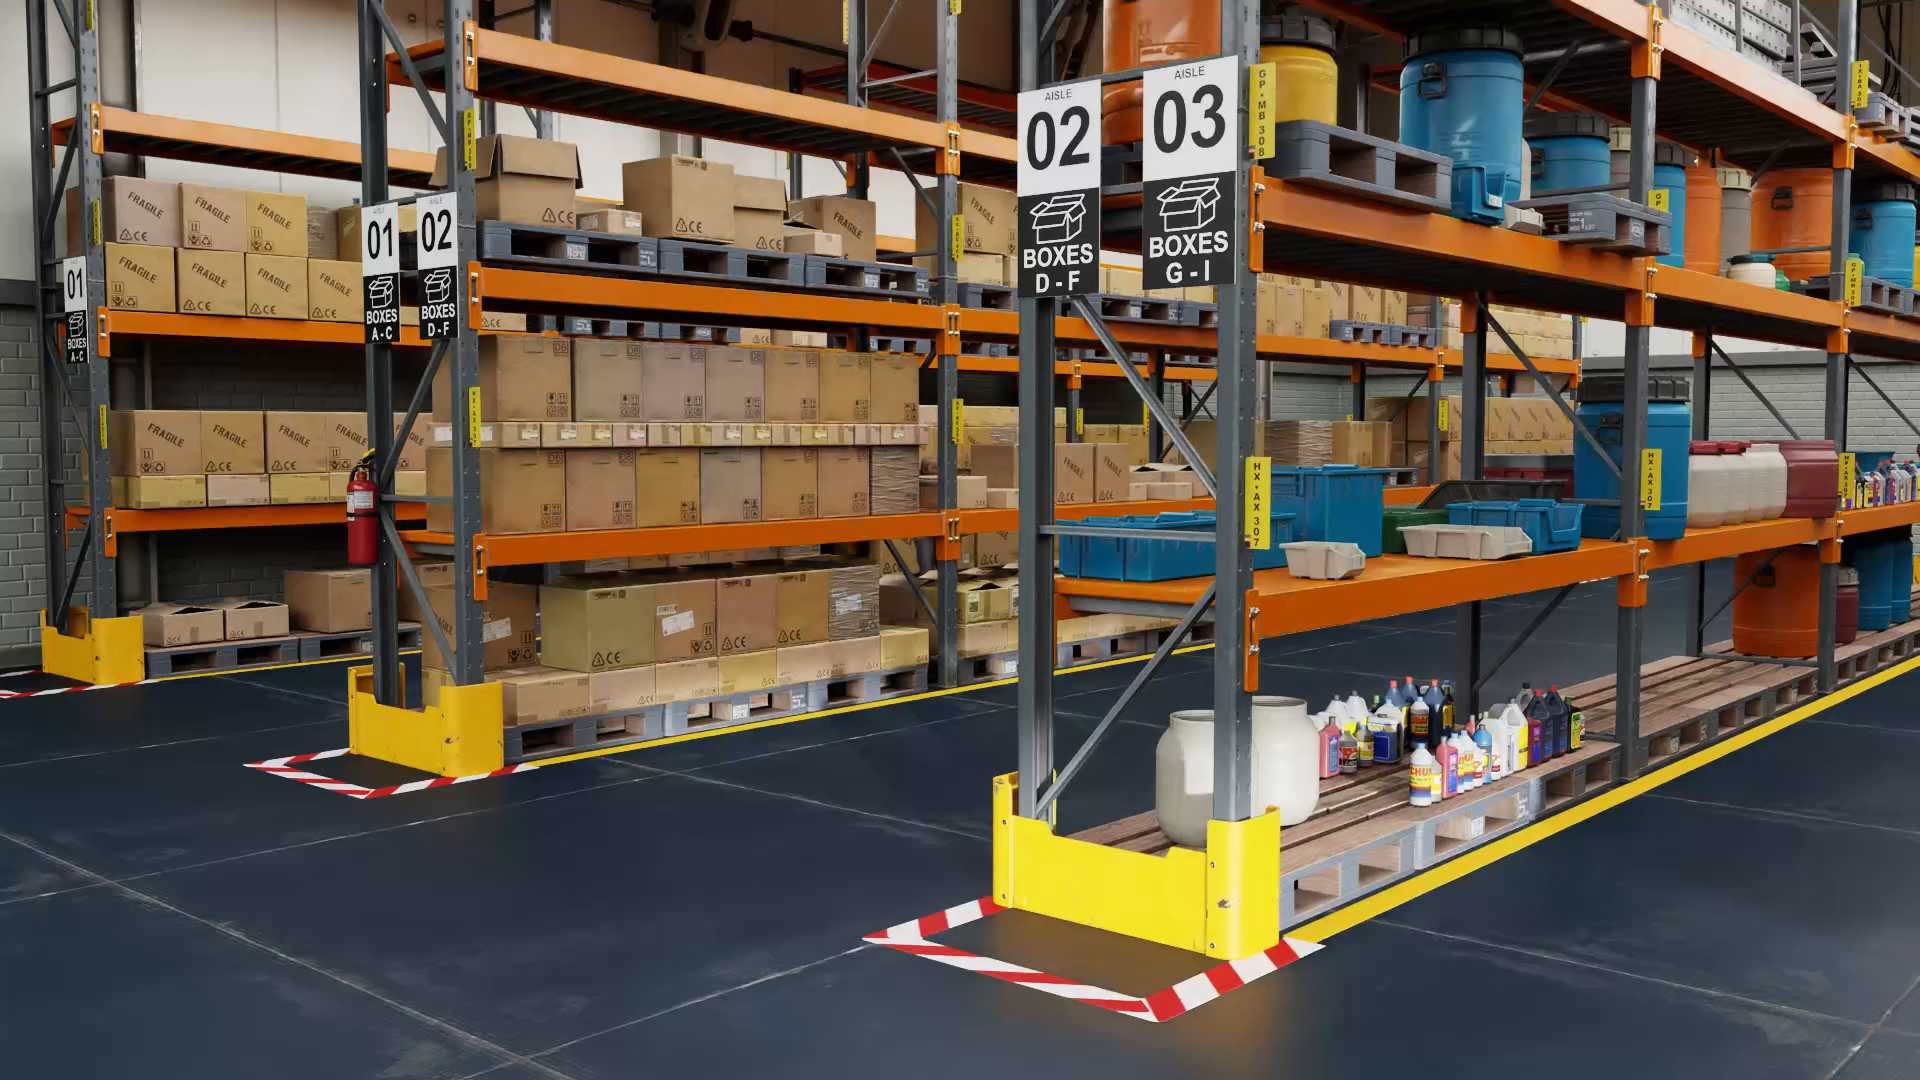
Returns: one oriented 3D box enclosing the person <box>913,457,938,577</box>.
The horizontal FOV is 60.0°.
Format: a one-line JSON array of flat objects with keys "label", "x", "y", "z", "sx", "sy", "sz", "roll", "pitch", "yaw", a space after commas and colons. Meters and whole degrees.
[{"label": "person", "x": -0.223, "y": -0.008, "z": 16.729, "sx": 0.516, "sy": 1.645, "sz": 0.449, "roll": 3, "pitch": 5, "yaw": 41}]
